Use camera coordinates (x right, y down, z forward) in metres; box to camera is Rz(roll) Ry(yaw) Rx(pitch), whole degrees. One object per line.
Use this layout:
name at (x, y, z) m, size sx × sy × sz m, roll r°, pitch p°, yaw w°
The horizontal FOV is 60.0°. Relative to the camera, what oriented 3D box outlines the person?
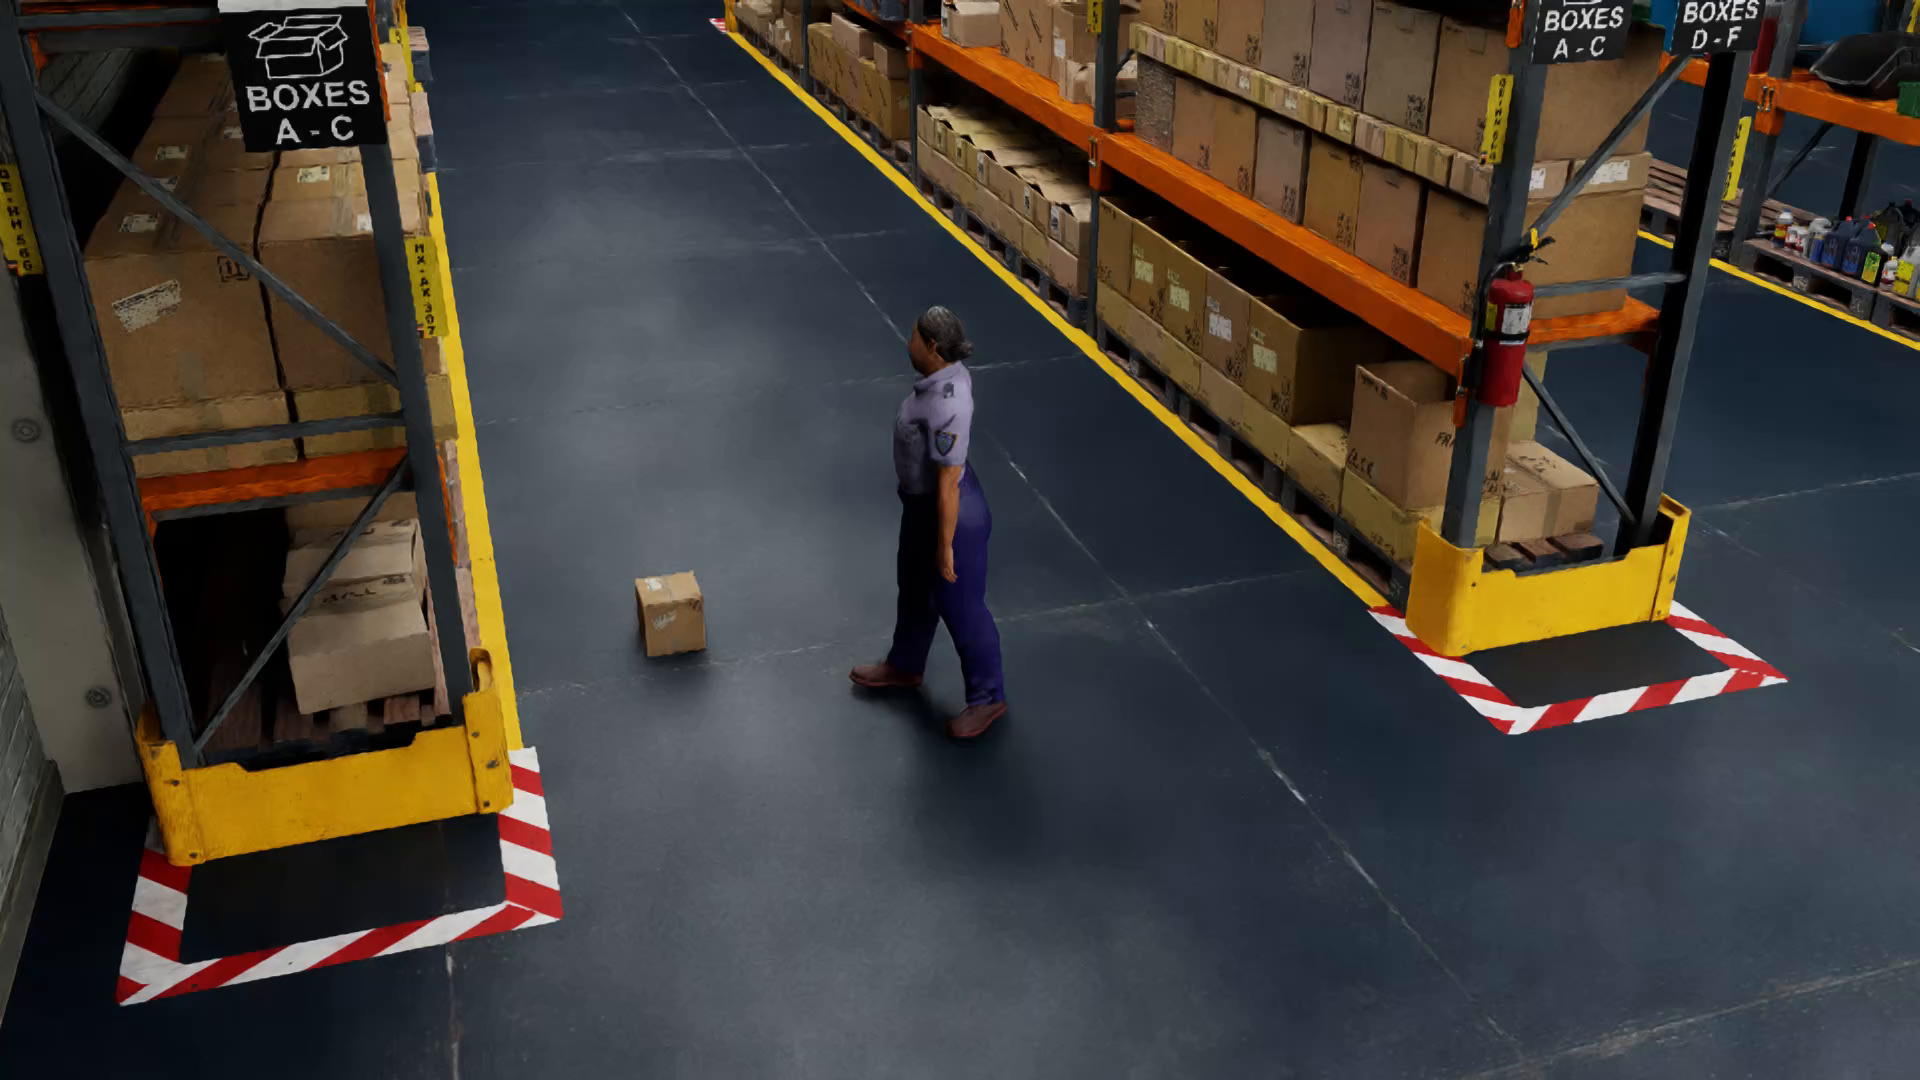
person at (-0.133, -0.104, 6.302) m, size 0.606 × 1.640 × 0.664 m, roll -3°, pitch 27°, yaw -5°
